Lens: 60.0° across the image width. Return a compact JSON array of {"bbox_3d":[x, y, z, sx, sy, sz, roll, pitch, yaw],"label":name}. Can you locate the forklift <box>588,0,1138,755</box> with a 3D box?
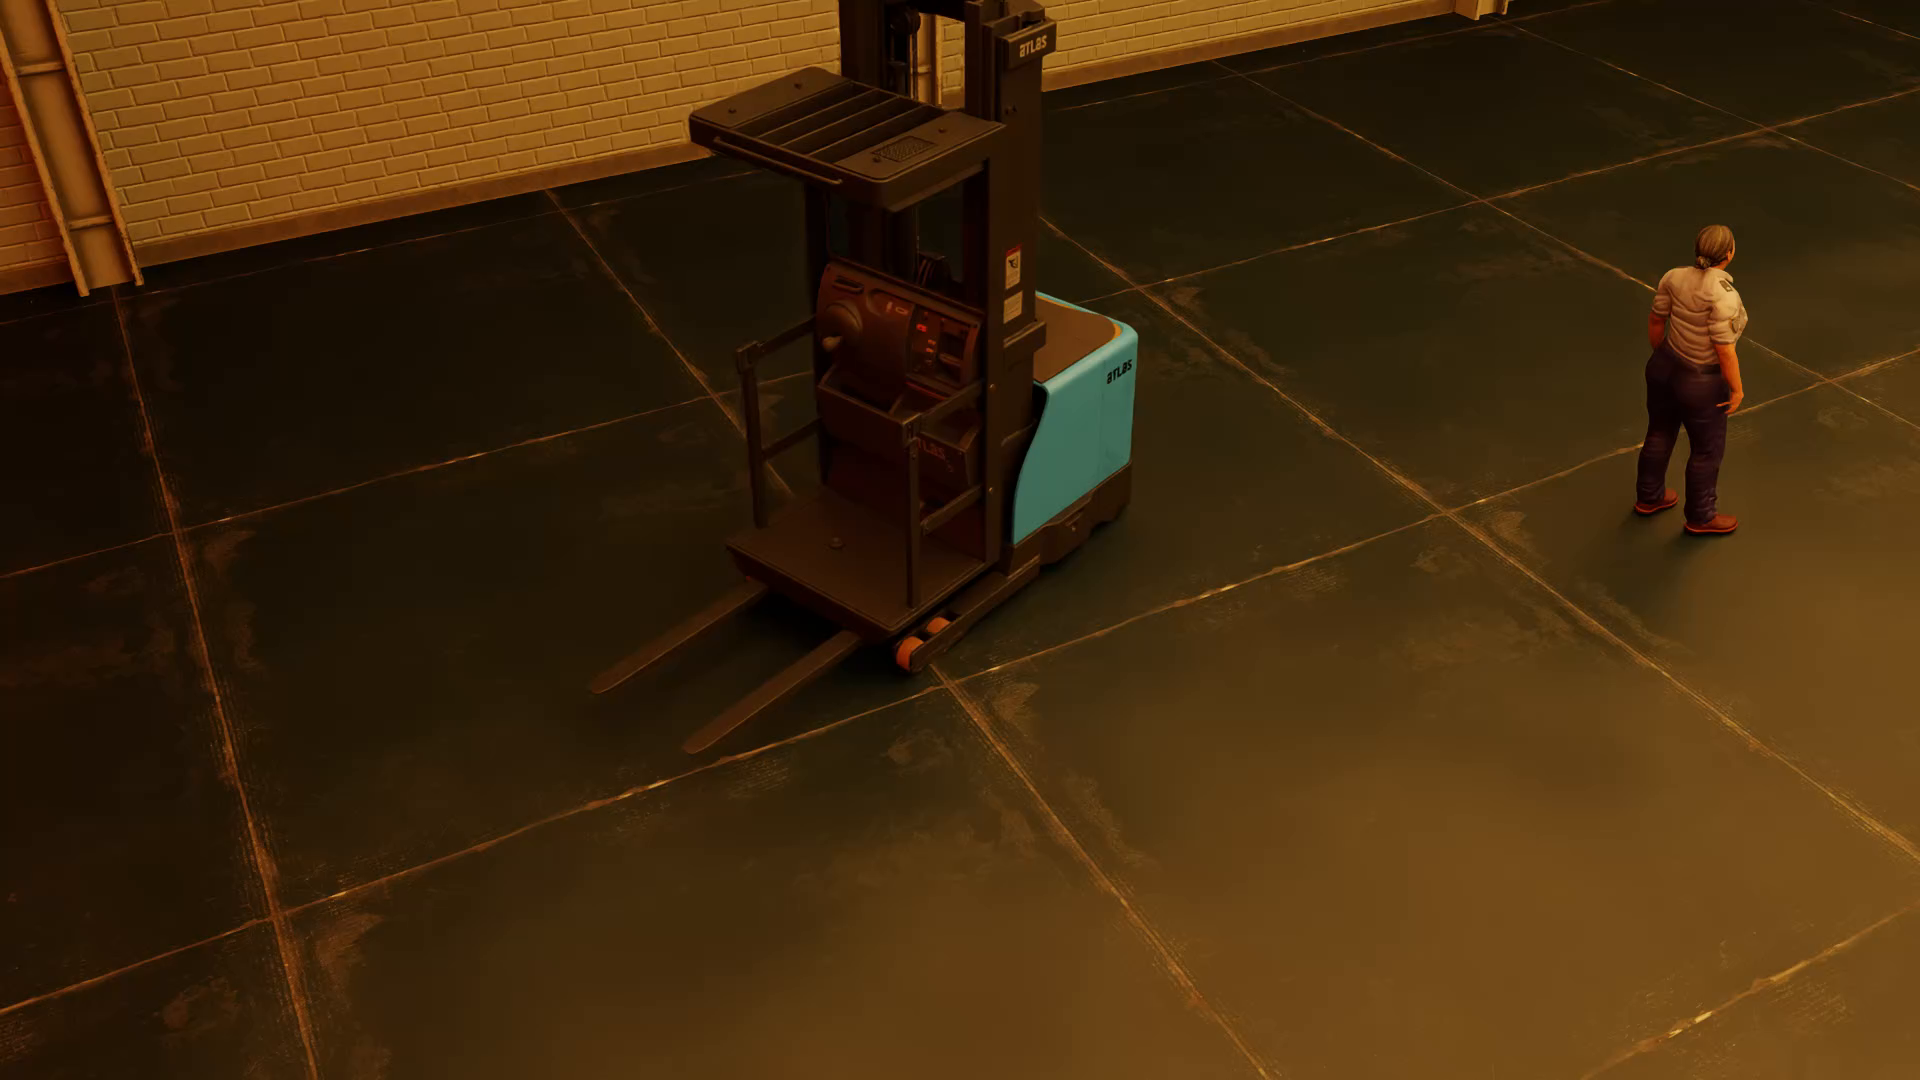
[{"bbox_3d":[-0.421,-0.905,7.403,1.130,2.935,3.031,26,43,31],"label":"forklift"}]

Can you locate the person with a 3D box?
[{"bbox_3d":[3.758,-0.822,8.395,0.502,1.640,0.598,-15,38,-20],"label":"person"}]
